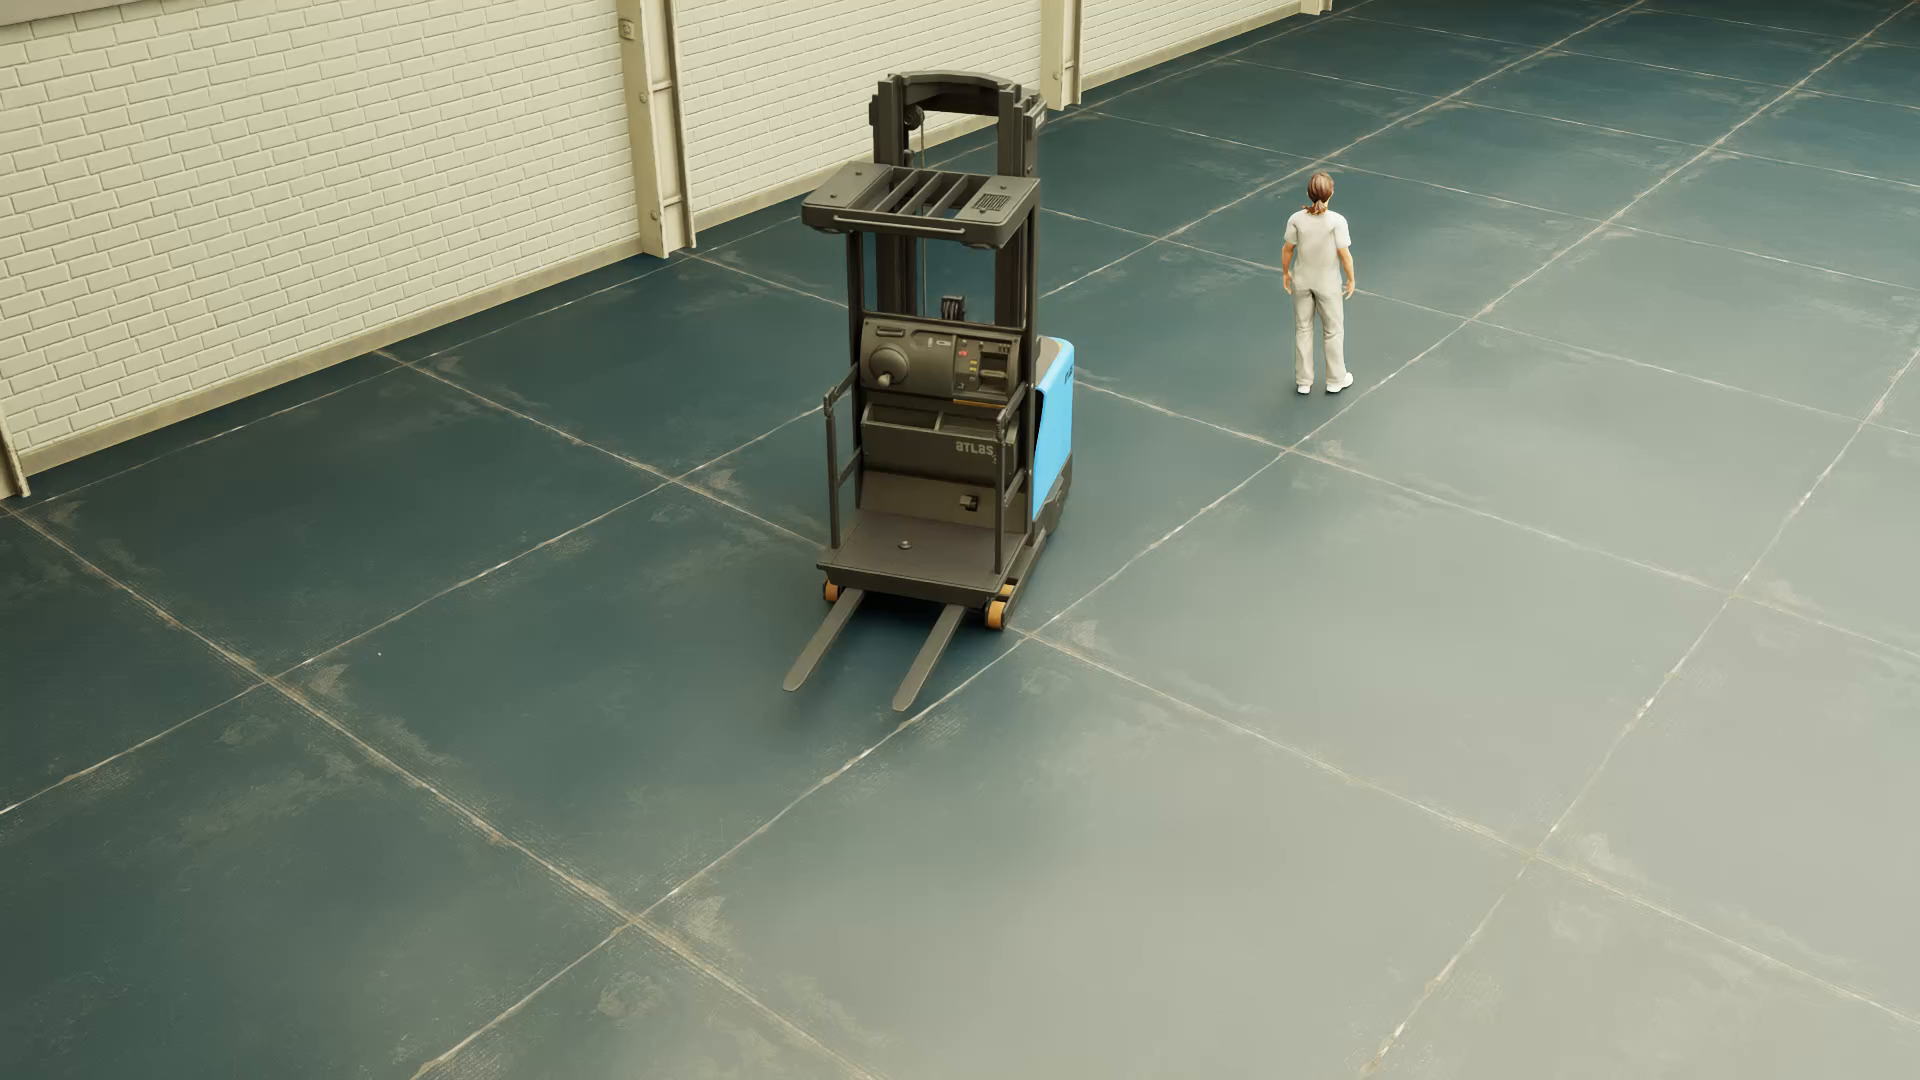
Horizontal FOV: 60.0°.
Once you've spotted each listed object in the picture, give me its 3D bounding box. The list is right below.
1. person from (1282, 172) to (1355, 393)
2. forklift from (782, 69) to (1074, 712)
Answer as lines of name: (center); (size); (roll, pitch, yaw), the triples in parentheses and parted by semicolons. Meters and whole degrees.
person: (2.607, -1.869, 12.024); (0.550, 1.676, 0.534); (15, 33, 24)
forklift: (-0.176, -0.972, 9.258); (1.130, 2.935, 3.031); (9, 31, 14)
